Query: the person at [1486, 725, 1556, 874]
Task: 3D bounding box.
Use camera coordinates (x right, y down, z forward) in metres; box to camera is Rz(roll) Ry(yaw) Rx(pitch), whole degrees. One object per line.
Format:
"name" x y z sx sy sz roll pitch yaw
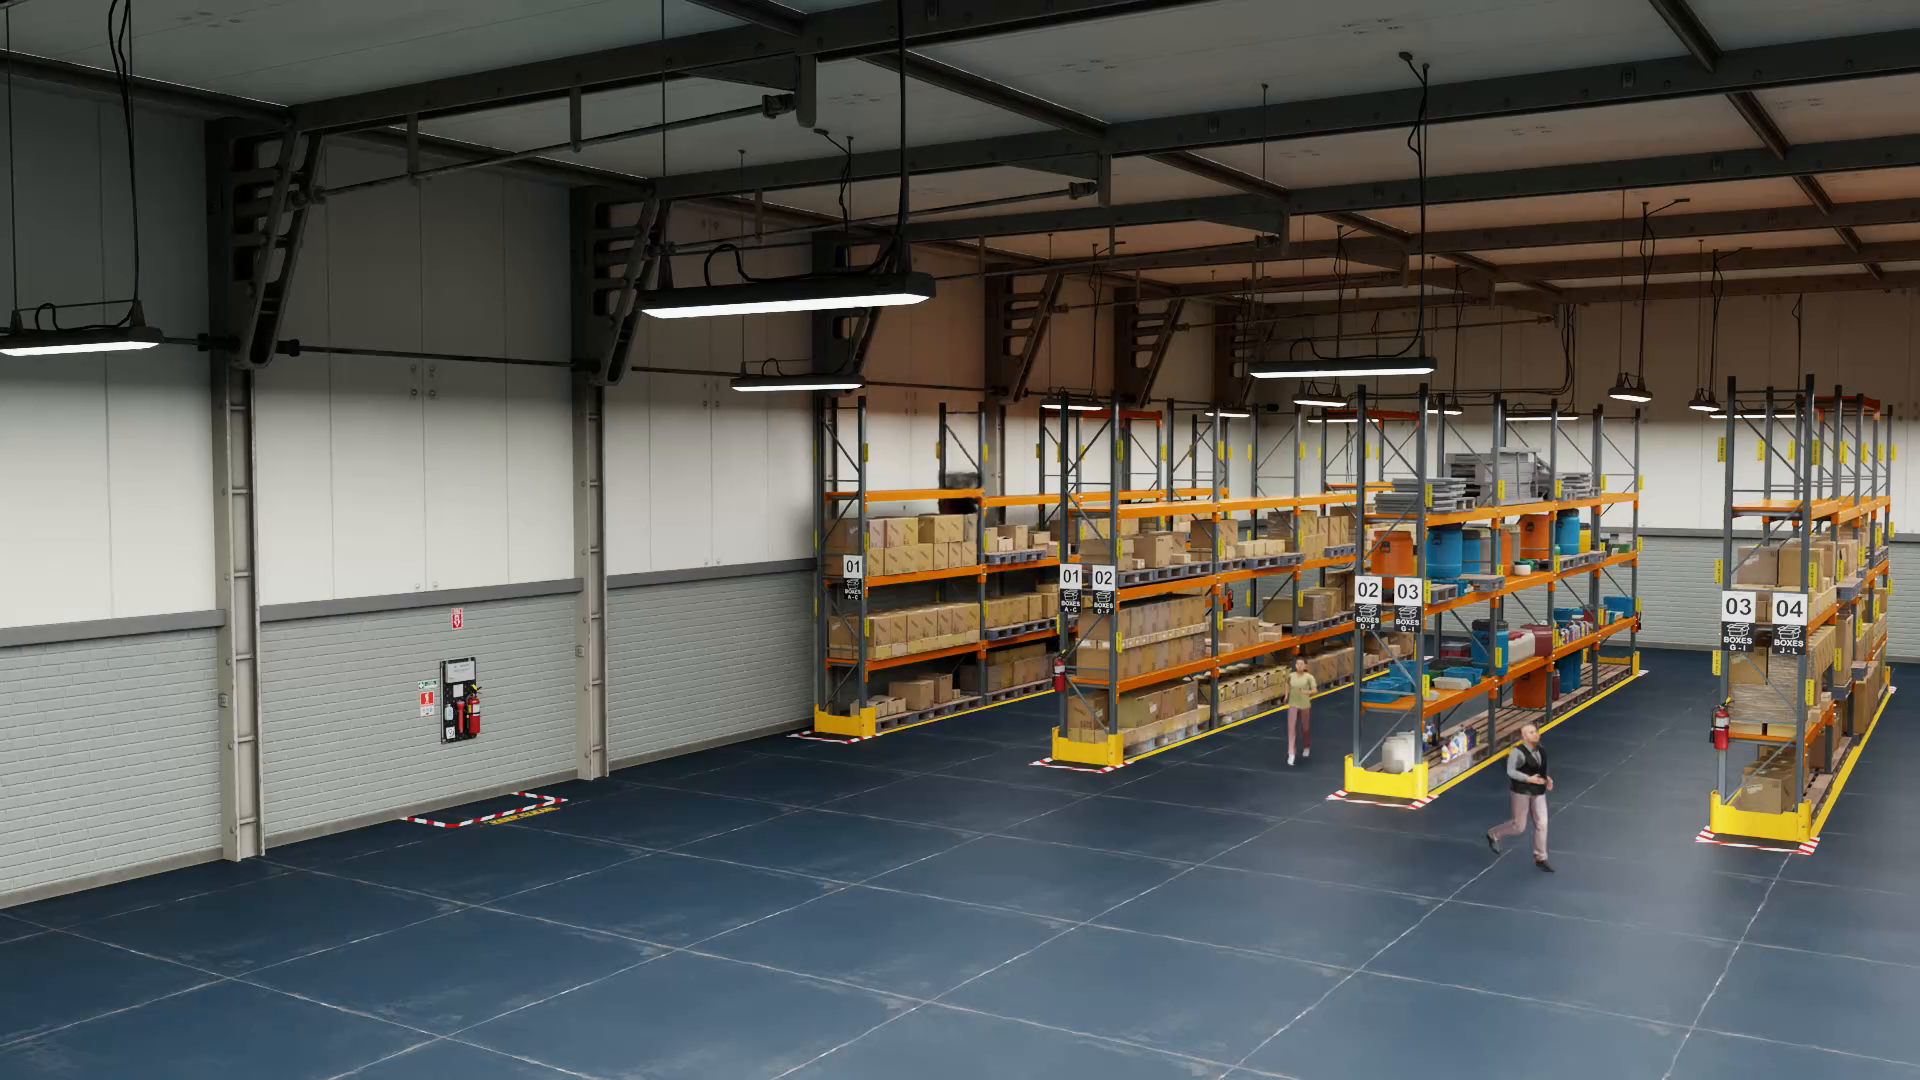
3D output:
"person" 6.853 3.087 20.150 0.669 1.730 0.949 -1 3 -24

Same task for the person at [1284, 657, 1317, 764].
"person" 5.503 2.725 26.897 0.564 1.682 0.907 1 3 22
